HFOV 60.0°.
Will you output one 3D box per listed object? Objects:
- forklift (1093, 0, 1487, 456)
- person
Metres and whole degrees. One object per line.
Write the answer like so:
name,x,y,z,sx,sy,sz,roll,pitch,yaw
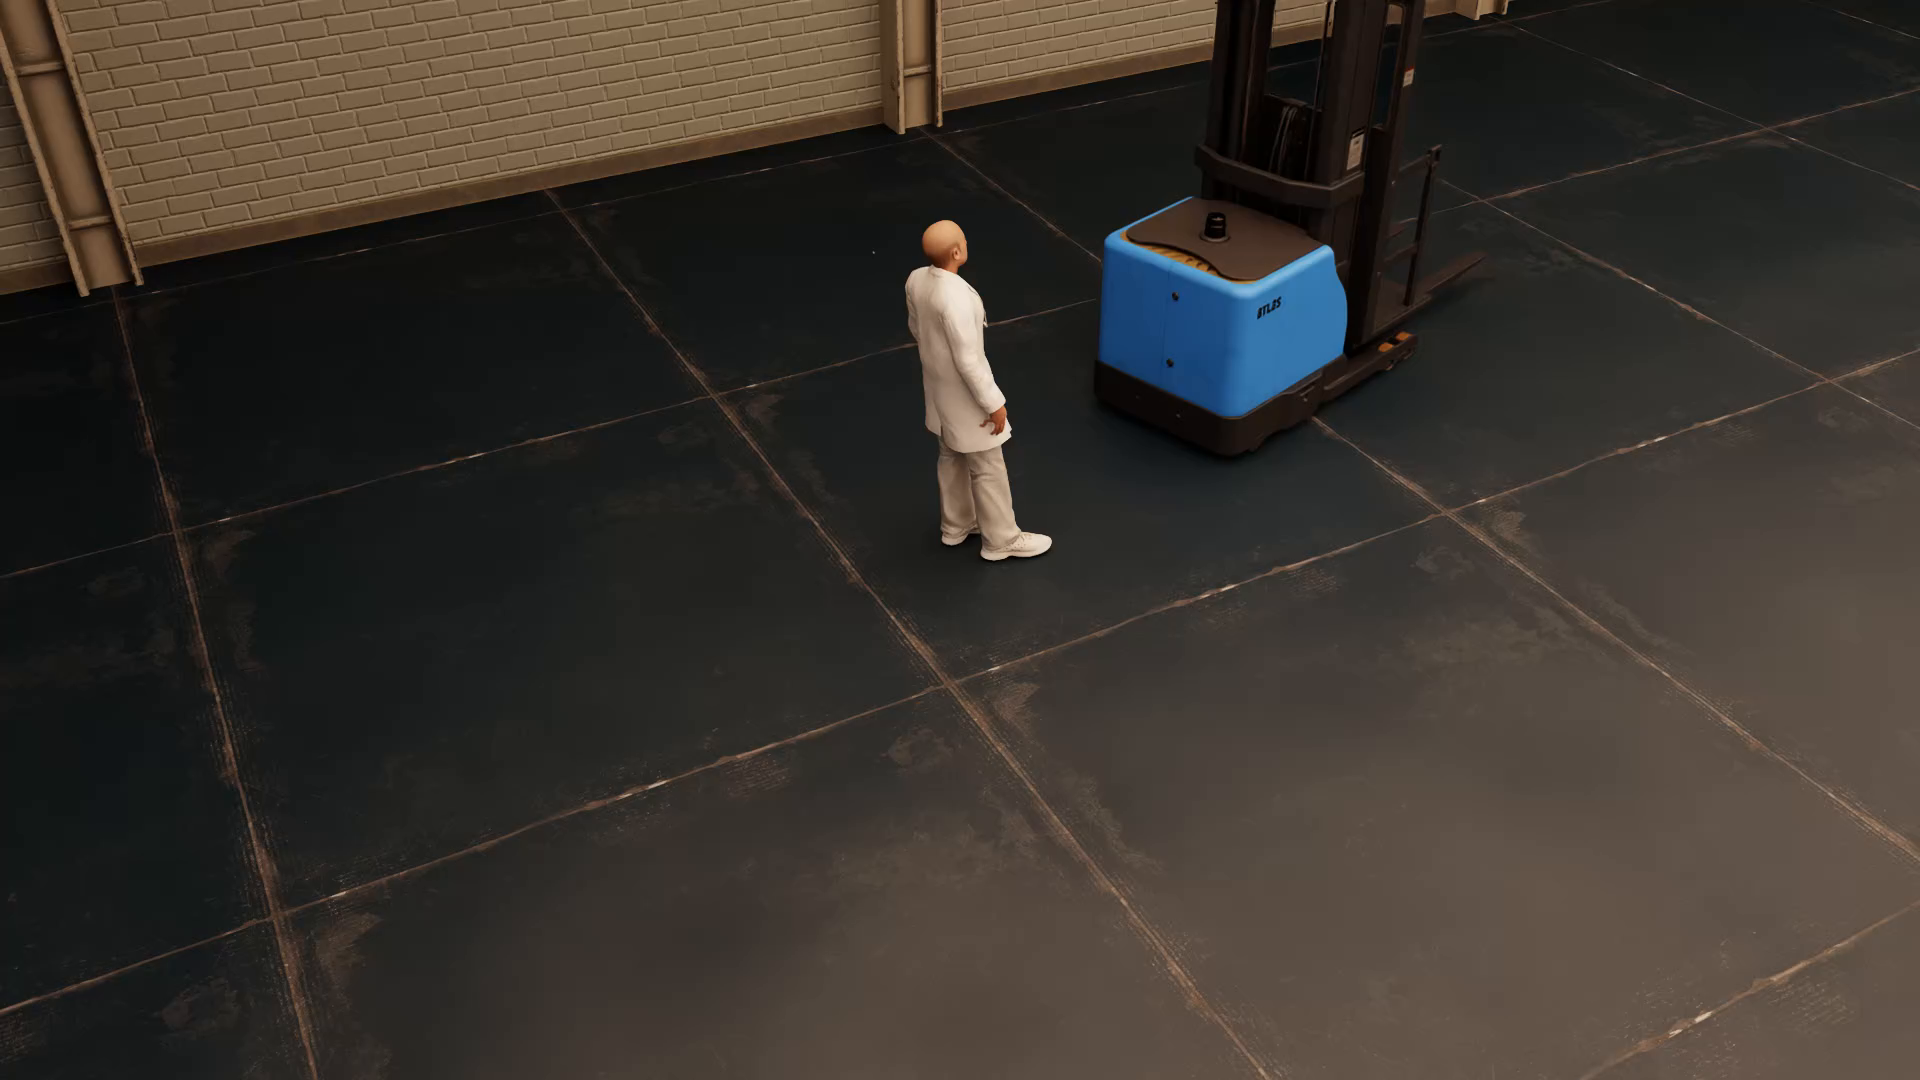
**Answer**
forklift,2.172,-2.415,9.539,1.130,2.935,3.031,29,45,35
person,0.082,-0.754,8.176,0.581,1.776,0.694,-17,39,-23
